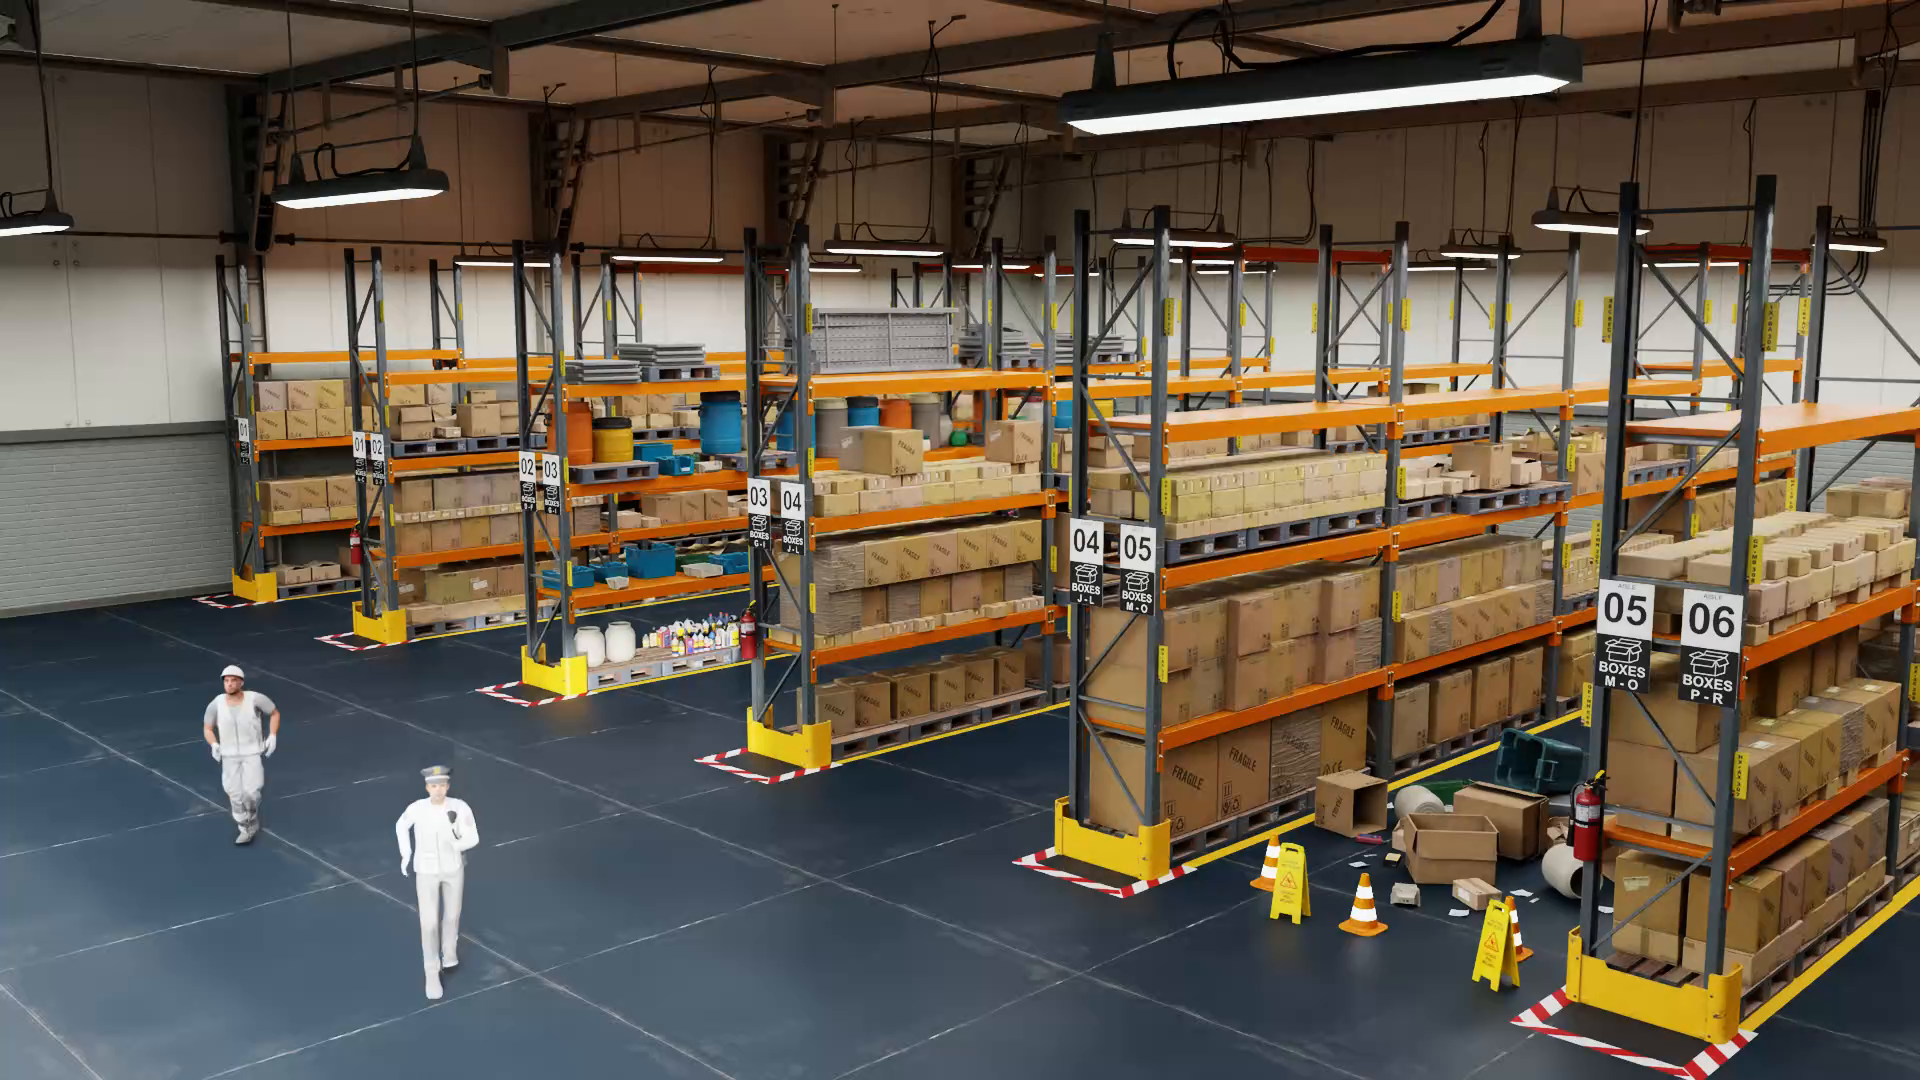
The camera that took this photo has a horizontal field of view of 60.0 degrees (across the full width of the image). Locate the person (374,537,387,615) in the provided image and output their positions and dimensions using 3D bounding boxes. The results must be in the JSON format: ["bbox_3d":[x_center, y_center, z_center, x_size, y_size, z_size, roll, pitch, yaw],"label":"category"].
[{"bbox_3d":[-9.540,0.436,27.828,0.559,1.586,0.855,6,10,37],"label":"person"}]

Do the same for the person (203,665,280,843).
[{"bbox_3d":[-6.865,2.064,15.874,0.670,1.742,0.530,-2,8,-14],"label":"person"}]

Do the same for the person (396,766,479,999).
[{"bbox_3d":[-3.956,2.553,12.649,0.578,1.752,0.748,-3,9,-21],"label":"person"}]
